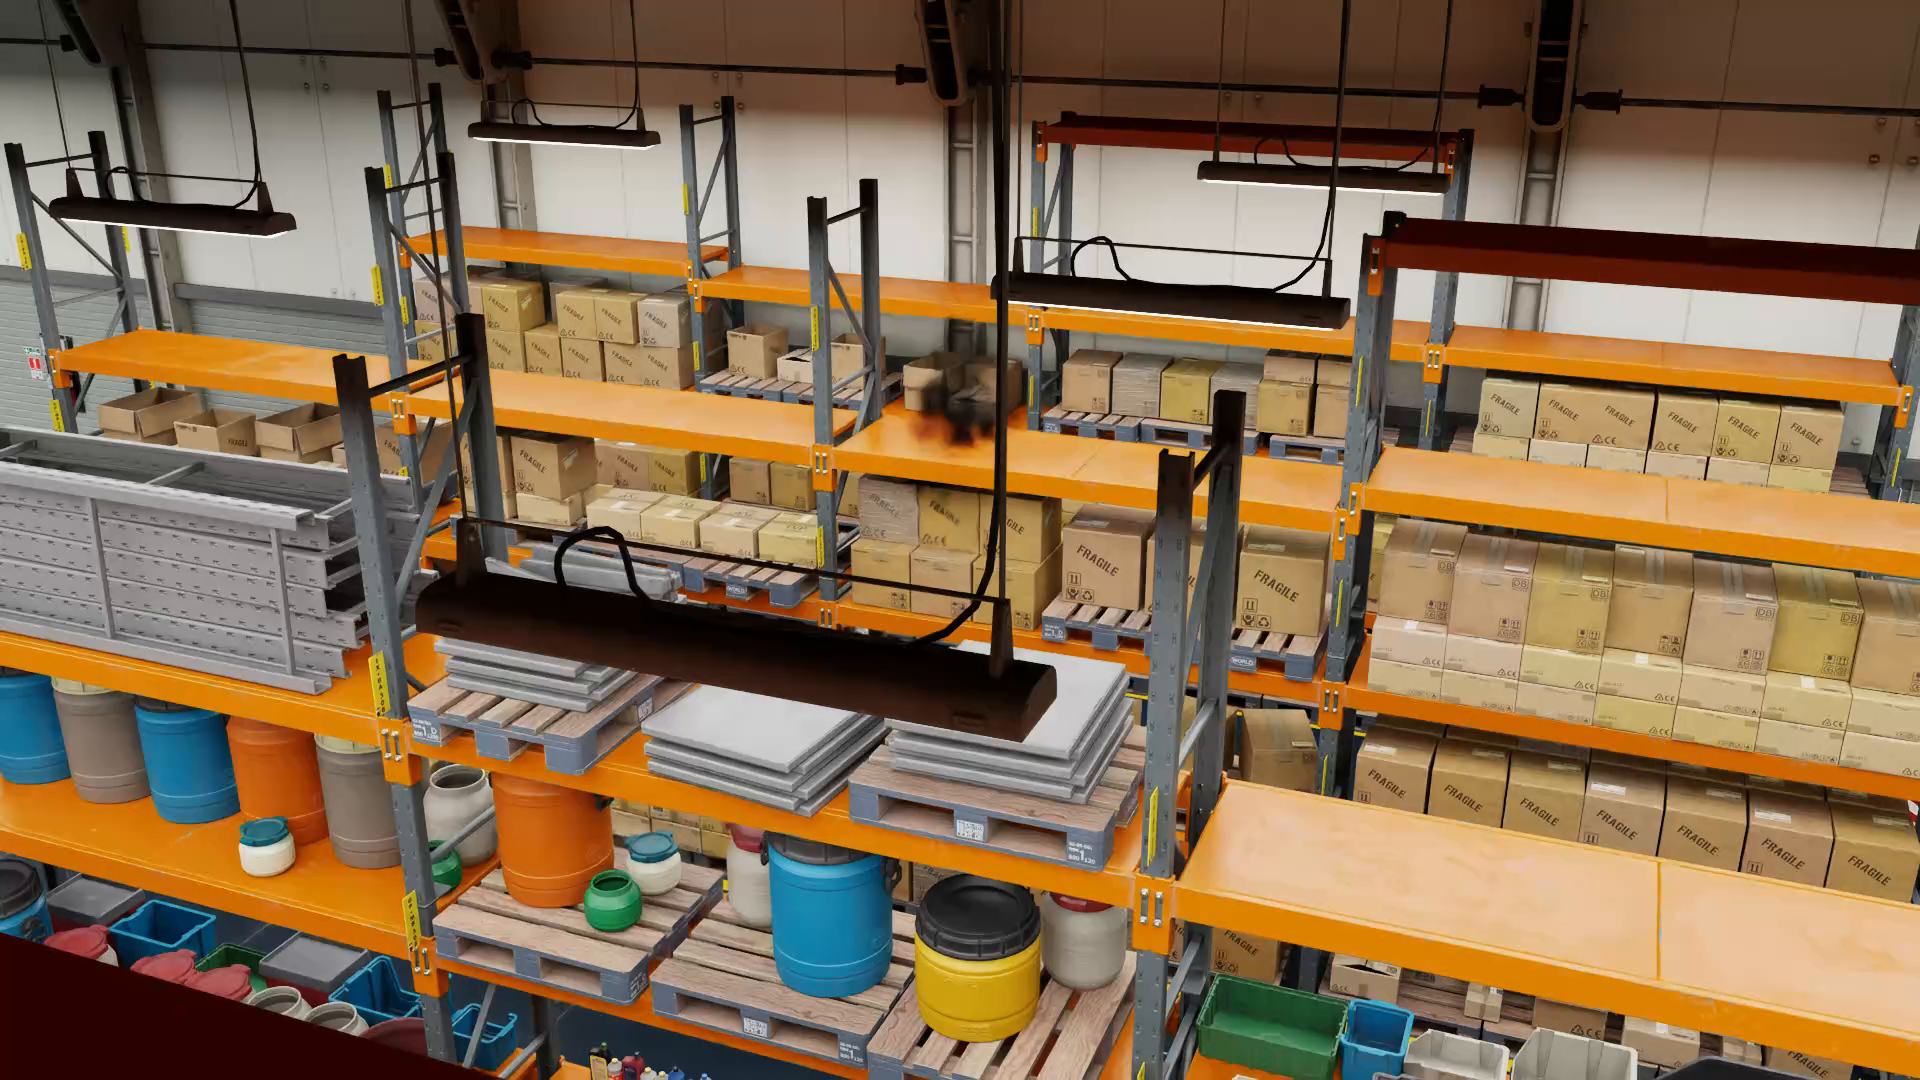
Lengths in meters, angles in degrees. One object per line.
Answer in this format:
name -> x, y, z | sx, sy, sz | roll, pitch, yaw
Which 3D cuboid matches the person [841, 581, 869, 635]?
person -> -0.989, 1.050, 16.285 | 0.919, 1.830, 0.661 | 5, 21, 13
